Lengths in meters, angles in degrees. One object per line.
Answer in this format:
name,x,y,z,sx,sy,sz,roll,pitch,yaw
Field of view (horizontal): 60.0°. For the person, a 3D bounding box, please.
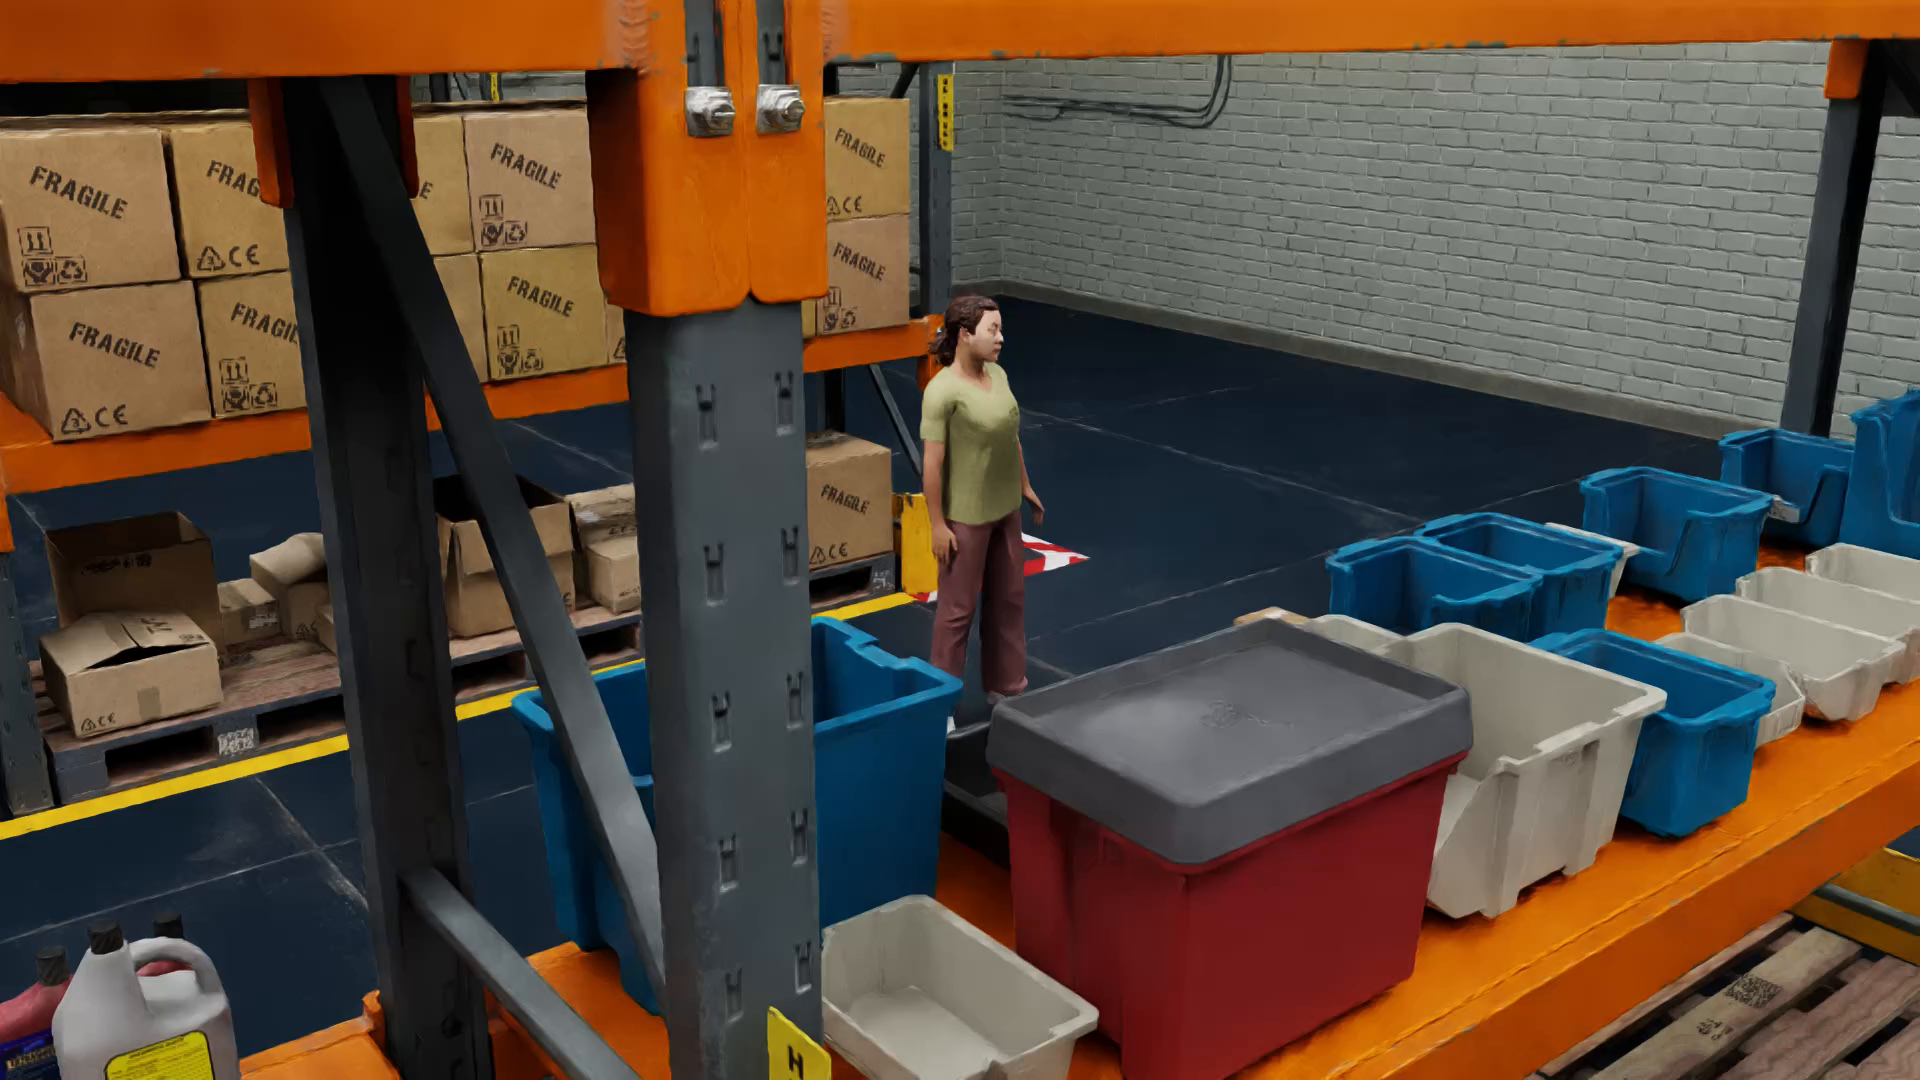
person,0.092,-0.086,6.233,0.388,1.680,0.572,15,23,40
